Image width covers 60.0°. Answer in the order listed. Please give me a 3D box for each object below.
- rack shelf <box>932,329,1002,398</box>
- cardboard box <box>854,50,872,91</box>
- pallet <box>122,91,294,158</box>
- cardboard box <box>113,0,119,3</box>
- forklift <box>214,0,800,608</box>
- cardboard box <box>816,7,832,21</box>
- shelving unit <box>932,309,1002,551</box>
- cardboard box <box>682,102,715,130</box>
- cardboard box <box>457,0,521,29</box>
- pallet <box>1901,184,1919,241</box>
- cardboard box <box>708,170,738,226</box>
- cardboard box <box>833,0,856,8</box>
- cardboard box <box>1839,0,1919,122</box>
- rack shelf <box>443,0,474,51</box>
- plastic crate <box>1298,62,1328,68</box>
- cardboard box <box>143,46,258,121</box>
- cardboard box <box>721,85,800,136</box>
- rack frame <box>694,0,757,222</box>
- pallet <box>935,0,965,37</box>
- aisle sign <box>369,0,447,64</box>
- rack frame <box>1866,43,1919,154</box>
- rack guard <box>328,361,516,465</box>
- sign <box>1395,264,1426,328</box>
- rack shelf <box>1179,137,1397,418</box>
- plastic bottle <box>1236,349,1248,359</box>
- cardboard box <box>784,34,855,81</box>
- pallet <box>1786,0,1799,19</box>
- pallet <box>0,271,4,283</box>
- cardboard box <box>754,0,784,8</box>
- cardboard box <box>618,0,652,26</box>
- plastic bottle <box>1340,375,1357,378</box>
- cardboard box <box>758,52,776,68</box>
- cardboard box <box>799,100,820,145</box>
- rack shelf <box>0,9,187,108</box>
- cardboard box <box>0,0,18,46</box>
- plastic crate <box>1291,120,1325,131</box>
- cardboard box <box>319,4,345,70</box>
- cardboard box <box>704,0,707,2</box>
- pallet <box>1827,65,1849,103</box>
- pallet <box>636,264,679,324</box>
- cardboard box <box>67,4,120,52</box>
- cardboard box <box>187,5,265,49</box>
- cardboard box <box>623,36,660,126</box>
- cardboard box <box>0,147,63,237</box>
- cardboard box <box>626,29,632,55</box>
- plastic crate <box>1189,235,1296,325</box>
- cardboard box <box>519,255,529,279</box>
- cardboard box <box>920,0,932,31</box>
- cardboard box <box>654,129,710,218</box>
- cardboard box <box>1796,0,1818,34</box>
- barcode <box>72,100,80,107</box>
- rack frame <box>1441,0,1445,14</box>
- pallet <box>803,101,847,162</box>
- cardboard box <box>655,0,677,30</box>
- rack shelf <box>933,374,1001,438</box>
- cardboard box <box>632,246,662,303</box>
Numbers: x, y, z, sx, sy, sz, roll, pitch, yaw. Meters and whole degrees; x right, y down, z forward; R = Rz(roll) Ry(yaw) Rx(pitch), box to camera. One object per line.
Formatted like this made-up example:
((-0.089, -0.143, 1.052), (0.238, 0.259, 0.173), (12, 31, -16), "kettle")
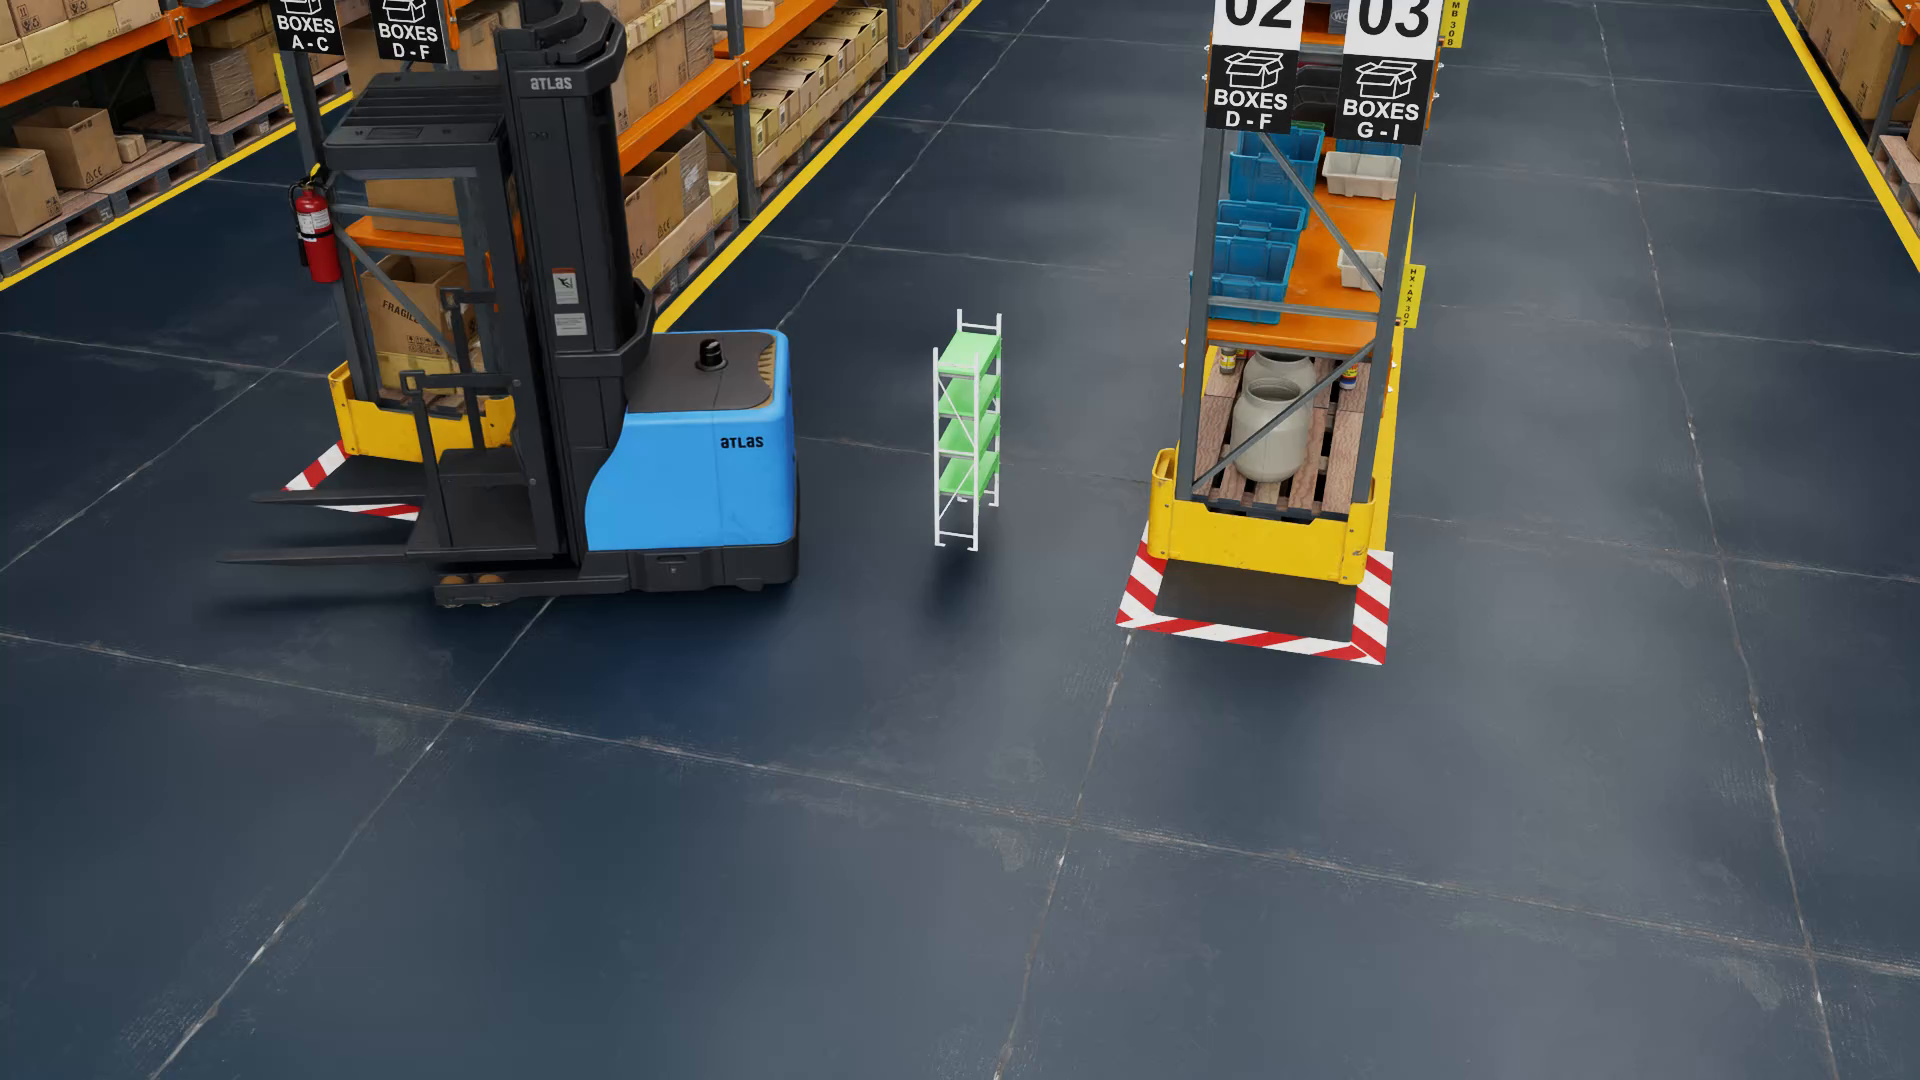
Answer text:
((0.042, -0.943, 8.840), (0.258, 0.148, 0.480), (8, 33, 12), "rack shelf")
((-1.137, -4.411, 15.564), (0.500, 0.250, 0.500), (8, 33, 12), "cardboard box")
((-6.723, -3.793, 15.019), (1.003, 0.211, 1.213), (8, 33, 12), "pallet")
((-6.740, -4.539, 13.017), (0.500, 0.500, 0.500), (8, 33, 12), "cardboard box")
((-2.403, -1.176, 8.368), (3.031, 2.935, 1.130), (-2, 33, -3), "forklift")
((-1.529, -4.990, 15.952), (0.500, 0.311, 0.500), (9, 34, 14), "cardboard box")
((0.042, -0.592, 9.063), (0.258, 1.200, 0.503), (8, 33, 12), "shelving unit")
((-2.301, -3.395, 13.444), (0.500, 0.311, 0.500), (8, 33, 12), "cardboard box")
((-2.869, -2.948, 9.789), (0.700, 0.500, 0.500), (7, 33, 11), "cardboard box")
((7.958, -2.404, 12.835), (1.003, 0.211, 1.213), (8, 33, 12), "pallet")
((-2.033, -2.639, 12.777), (0.500, 0.250, 0.500), (8, 33, 12), "cardboard box")
((-1.101, -5.616, 17.209), (0.500, 0.500, 0.500), (9, 34, 14), "cardboard box")
((8.665, -4.253, 14.734), (1.225, 0.875, 0.875), (7, 33, 10), "cardboard box")
((-2.634, -3.817, 10.333), (1.077, 0.370, 4.000), (8, 33, 12), "rack shelf")
((2.490, -3.536, 11.957), (0.402, 0.464, 0.583), (8, 33, 12), "plastic crate")
((-6.748, -4.080, 14.792), (0.700, 0.500, 0.500), (9, 34, 14), "cardboard box")
((-1.649, -3.586, 13.743), (0.500, 0.311, 0.500), (8, 33, 12), "cardboard box")
((-2.127, -3.893, 12.577), (1.000, 3.000, 0.127), (8, 33, 12), "rack frame")
((-0.574, -5.805, 18.184), (1.003, 0.211, 1.213), (8, 33, 12), "pallet")
((-2.862, -2.838, 8.495), (0.394, 0.787, 0.004), (8, 33, 12), "aisle sign")
((8.469, -4.618, 13.718), (1.000, 3.000, 0.127), (8, 33, 12), "rack frame")
((-3.148, -0.750, 9.963), (1.175, 0.500, 0.348), (8, 33, 12), "rack guard")
((2.179, -1.180, 8.053), (0.100, 0.325, 0.005), (8, 33, 12), "sign")
((2.156, -1.875, 10.074), (1.077, 0.370, 4.000), (8, 33, 12), "rack shelf")
((1.781, -1.317, 10.654), (0.152, 0.276, 0.135), (8, 33, 13), "plastic bottle")
((-1.263, -4.384, 14.999), (0.500, 0.311, 0.500), (8, 33, 12), "cardboard box")
((9.753, -5.901, 18.335), (1.003, 0.211, 1.213), (8, 33, 12), "pallet")
((-7.675, -1.769, 11.836), (1.003, 0.211, 1.213), (8, 33, 12), "pallet")
((-1.782, -4.604, 13.604), (0.500, 0.500, 0.500), (10, 34, 16), "cardboard box")
((-2.488, -3.729, 11.017), (0.700, 0.500, 0.500), (8, 33, 12), "cardboard box")
((2.436, -1.097, 10.379), (0.097, 0.201, 0.097), (0, 32, 0), "plastic bottle")
((-1.915, -4.185, 14.686), (0.500, 0.311, 0.500), (8, 33, 12), "cardboard box")
((-1.525, -3.619, 14.319), (0.500, 0.250, 0.500), (7, 33, 11), "cardboard box")
((-7.427, -3.224, 12.195), (1.077, 0.370, 4.000), (8, 33, 12), "rack shelf")
((-7.131, -3.750, 11.775), (0.500, 0.500, 0.500), (9, 34, 14), "cardboard box")
((2.046, -2.461, 10.522), (0.450, 0.188, 0.662), (8, 33, 12), "plastic crate")
((-6.378, -4.878, 16.047), (0.700, 0.500, 0.500), (8, 33, 12), "cardboard box")
((-1.989, -4.038, 12.108), (0.380, 0.149, 0.250), (8, 33, 12), "cardboard box")
((9.054, -4.471, 16.086), (1.003, 0.211, 1.213), (8, 33, 12), "pallet")
((-2.677, -1.674, 11.686), (1.003, 0.211, 1.213), (8, 33, 12), "pallet")
((-6.881, -3.966, 12.813), (0.500, 0.250, 0.500), (8, 33, 13), "cardboard box")
((-6.640, -4.626, 14.951), (0.500, 0.250, 0.500), (7, 33, 11), "cardboard box")
((-2.492, -3.169, 11.346), (0.700, 0.500, 0.500), (9, 33, 13), "cardboard box")
((-7.292, -2.637, 12.521), (0.700, 0.500, 0.500), (6, 33, 9), "cardboard box")
((-2.377, -3.241, 10.855), (0.380, 0.149, 0.250), (9, 34, 14), "cardboard box")
((1.486, -1.378, 8.761), (0.499, 0.251, 0.616), (8, 33, 12), "plastic crate")
((-2.666, -1.658, 10.534), (0.500, 0.500, 0.500), (8, 33, 12), "cardboard box")
((-0.592, -5.569, 17.134), (0.500, 0.500, 0.500), (7, 33, 11), "cardboard box")
((-2.171, -2.698, 12.170), (0.500, 0.500, 0.500), (8, 33, 12), "cardboard box")
((9.341, -5.639, 16.913), (1.225, 0.875, 0.875), (8, 33, 13), "cardboard box")
((-7.288, -3.583, 13.712), (0.001, 0.075, 0.075), (8, 33, 12), "barcode")
((1.648, -3.672, 6.639), (1.000, 3.000, 0.127), (8, 33, 12), "rack frame")
((-1.670, -3.739, 14.934), (1.003, 0.211, 1.213), (8, 33, 12), "pallet")
((-2.183, -3.638, 11.478), (0.380, 0.149, 0.250), (8, 33, 12), "cardboard box")
((0.042, -0.741, 8.969), (0.258, 0.148, 0.480), (8, 33, 12), "rack shelf")
((-2.408, -1.860, 11.551), (0.500, 0.250, 0.500), (8, 33, 12), "cardboard box")
